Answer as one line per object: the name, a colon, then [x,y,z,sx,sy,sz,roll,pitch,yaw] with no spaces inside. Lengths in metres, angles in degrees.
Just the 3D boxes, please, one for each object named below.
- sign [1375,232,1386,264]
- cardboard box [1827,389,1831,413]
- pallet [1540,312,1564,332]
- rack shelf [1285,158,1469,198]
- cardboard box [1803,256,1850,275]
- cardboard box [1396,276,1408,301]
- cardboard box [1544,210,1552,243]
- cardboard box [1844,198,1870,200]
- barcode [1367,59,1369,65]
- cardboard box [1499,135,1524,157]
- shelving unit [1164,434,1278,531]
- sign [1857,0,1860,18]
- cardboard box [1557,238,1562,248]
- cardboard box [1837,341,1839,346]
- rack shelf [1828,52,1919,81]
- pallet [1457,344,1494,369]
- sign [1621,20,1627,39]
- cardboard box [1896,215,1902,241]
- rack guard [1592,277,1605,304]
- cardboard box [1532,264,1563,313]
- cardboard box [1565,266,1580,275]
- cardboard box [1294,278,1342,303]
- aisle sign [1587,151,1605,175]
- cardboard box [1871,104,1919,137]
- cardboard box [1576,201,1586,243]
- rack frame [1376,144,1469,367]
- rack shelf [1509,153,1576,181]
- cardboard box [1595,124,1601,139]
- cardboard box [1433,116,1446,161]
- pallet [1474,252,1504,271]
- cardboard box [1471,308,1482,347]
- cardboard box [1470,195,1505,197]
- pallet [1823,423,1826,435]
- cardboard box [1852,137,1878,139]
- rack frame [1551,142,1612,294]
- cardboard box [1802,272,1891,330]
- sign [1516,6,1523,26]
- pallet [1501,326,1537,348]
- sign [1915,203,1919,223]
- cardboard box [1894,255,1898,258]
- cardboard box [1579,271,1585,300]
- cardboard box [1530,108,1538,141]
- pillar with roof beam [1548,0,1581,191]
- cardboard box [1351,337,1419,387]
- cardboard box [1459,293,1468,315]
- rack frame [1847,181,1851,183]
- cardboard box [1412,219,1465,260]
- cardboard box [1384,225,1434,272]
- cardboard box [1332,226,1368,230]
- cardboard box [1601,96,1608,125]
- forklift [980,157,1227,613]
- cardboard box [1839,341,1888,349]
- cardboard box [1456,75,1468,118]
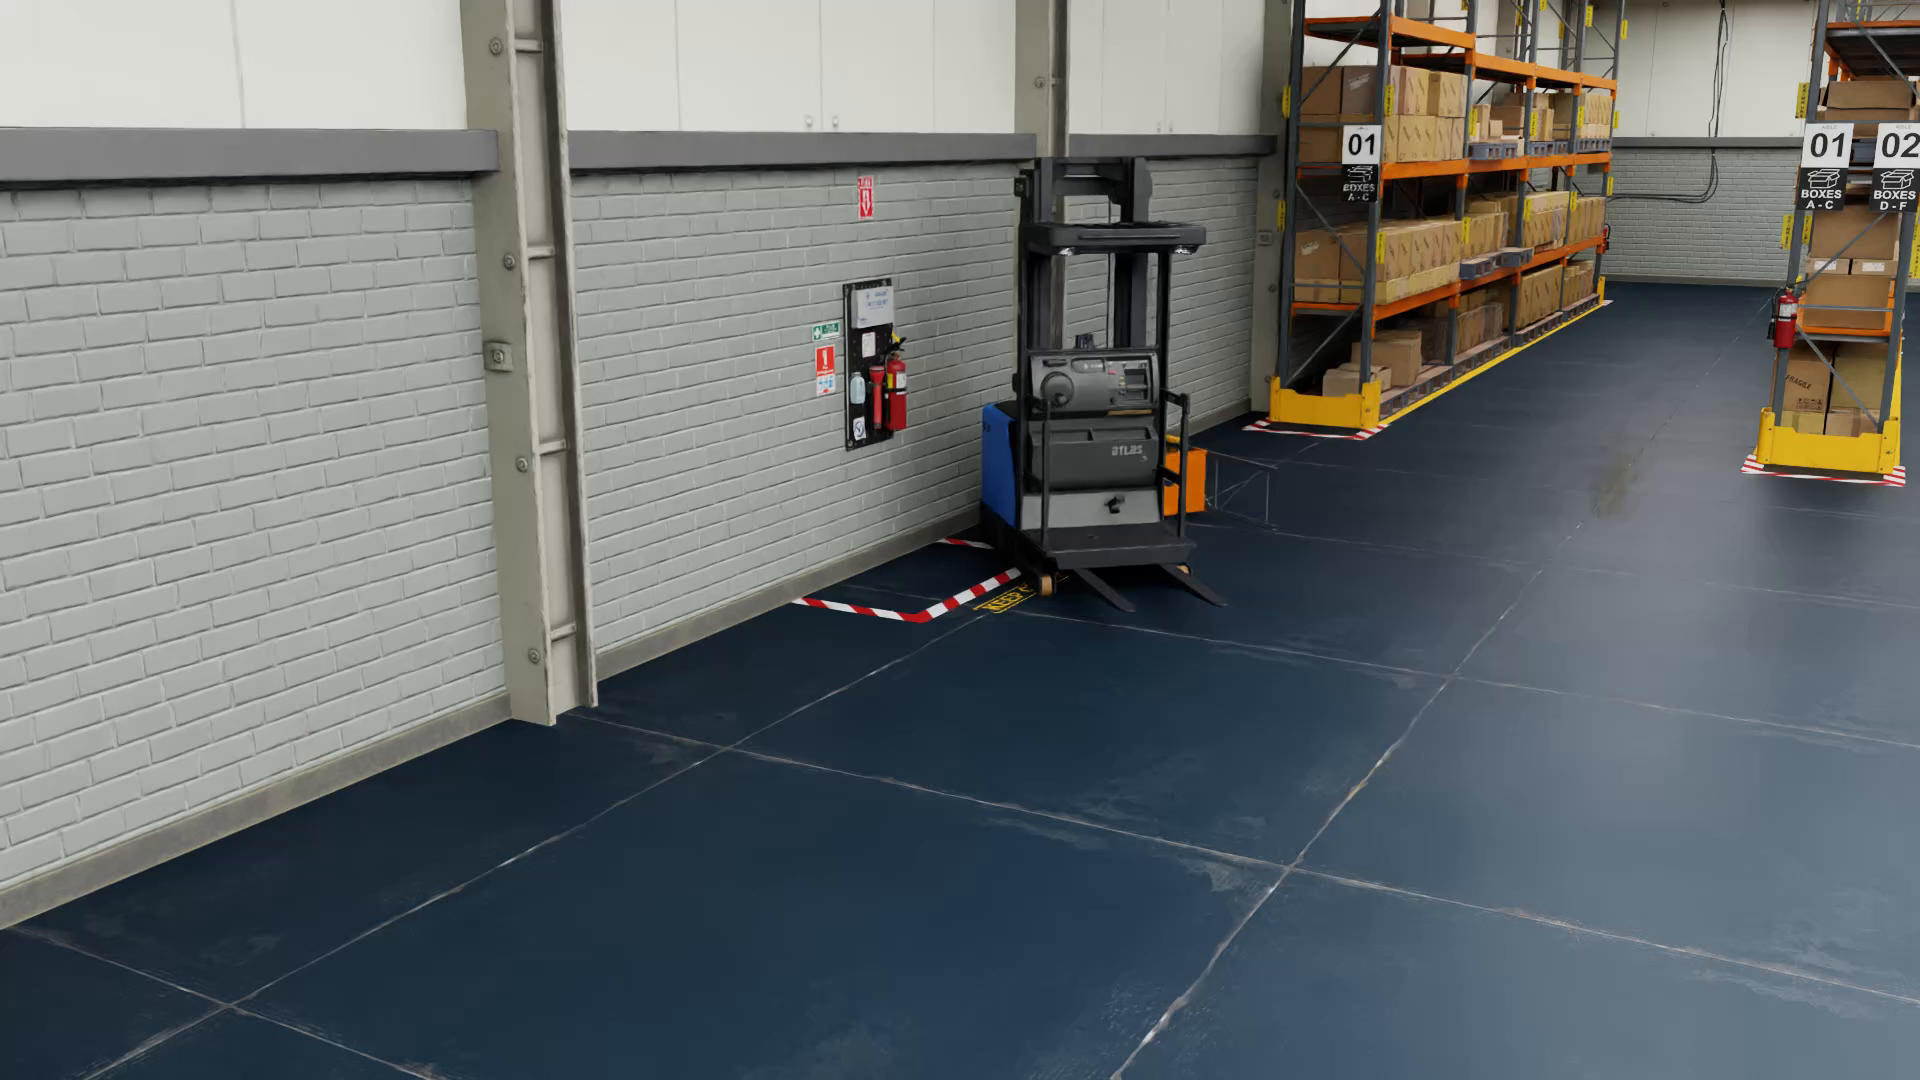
sign: [4.459,-3.099,17.642,0.100,0.325,0.005,7,15,28]
cardboard box: [9.037,-1.499,17.824,0.500,0.250,0.500,7,15,28]
pallet: [9.478,-3.679,27.845,1.003,0.211,1.213,7,15,28]
rack shelf: [4.951,-4.259,19.433,1.077,0.370,4.000,7,15,28]
cardboard box: [8.340,-2.643,16.000,0.380,0.149,0.250,7,15,27]
cardboard box: [4.736,-2.849,18.728,0.500,0.250,0.500,7,15,26]
cardboard box: [9.057,-4.971,26.360,0.500,0.500,0.500,8,16,30]
cardboard box: [9.319,-3.279,17.251,0.700,0.500,0.500,7,15,28]
barcode: [4.869,-5.706,19.847,0.001,0.075,0.075,7,15,28]
cardboard box: [7.740,-5.627,23.723,0.500,0.311,0.500,7,15,28]
shelving unit: [1.670,-0.412,13.435,1.083,0.587,1.500,-8,15,-29]
sign: [13.657,-8.116,25.334,0.100,0.325,0.005,7,15,28]
cardboard box: [9.768,-4.933,27.591,0.380,0.149,0.250,8,16,29]
cardboard box: [9.523,-2.069,18.586,0.500,0.500,0.500,7,15,28]
rack shelf: [11.223,-5.783,20.207,1.077,0.370,4.000,7,15,28]
pallet: [6.881,-2.616,23.434,1.003,0.211,1.213,7,15,28]
sign: [12.187,-9.367,30.525,0.100,0.325,0.005,7,15,28]
cardboard box: [13.005,-4.381,23.698,0.700,0.500,0.500,11,17,38]
rack guard: [11.730,-4.812,31.927,1.175,0.500,0.348,7,15,28]
cardboard box: [9.585,-4.213,27.799,0.750,0.750,0.750,8,15,29]
cardboard box: [10.814,-4.805,29.616,0.380,0.149,0.250,7,15,26]
cardboard box: [4.040,-2.794,18.502,0.500,0.250,0.500,8,16,29]
aisle sign: [12.016,-7.267,31.230,0.394,0.787,0.004,7,15,28]
cardboard box: [9.364,-4.268,16.529,0.500,0.500,0.500,7,15,28]
cardboard box: [10.419,-5.606,29.247,0.980,0.700,0.700,7,15,27]
rack frame: [5.918,-3.560,21.402,1.000,3.000,0.127,7,15,28]
rack shelf: [8.818,-5.900,26.241,1.077,0.370,4.000,7,15,28]
cardboard box: [11.099,-7.266,29.583,0.500,0.250,0.500,7,15,26]
cardboard box: [5.400,-4.725,19.577,0.500,0.500,0.500,7,15,26]
pallet: [6.930,-3.877,23.125,1.003,0.211,1.213,7,15,28]
cardboard box: [6.983,-3.029,23.590,0.700,0.500,0.500,7,15,28]
cardboard box: [8.097,-5.177,25.616,0.500,0.250,0.500,7,15,26]
pallet: [8.655,-0.985,16.670,1.003,0.211,1.213,7,15,28]
cardboard box: [10.562,-4.715,19.214,0.500,0.250,0.500,9,16,34]
rack frame: [11.719,-6.022,31.614,1.000,3.000,0.127,7,15,28]
cardboard box: [8.559,-2.322,16.053,0.700,0.500,0.500,7,15,28]
sign: [9.311,-8.717,27.661,0.100,0.325,0.005,7,15,28]
pallet: [8.298,-3.179,25.768,1.003,0.211,1.213,7,15,28]
sign: [12.677,-4.321,22.087,0.100,0.325,0.005,7,15,28]
cardboard box: [8.947,-2.705,16.256,0.380,0.149,0.250,7,15,28]
cardboard box: [10.983,-4.651,30.361,0.700,0.500,0.500,7,15,26]
cardboard box: [8.525,-6.435,25.771,0.700,0.500,0.500,8,16,31]
pillar with roof beam: [16.035,-9.103,31.592,9.100,9.000,0.400,7,15,28]
cardboard box: [5.071,-2.132,19.872,0.700,0.500,0.500,6,15,25]
cardboard box: [6.717,-3.275,23.011,0.500,0.250,0.500,7,15,26]
rack frame: [16.057,-5.462,29.289,1.000,3.000,0.127,7,15,28]
cardboard box: [6.194,-3.924,21.756,0.700,0.500,0.500,7,15,28]
cardboard box: [5.220,-3.418,19.488,0.500,0.500,0.500,8,16,30]
cardboard box: [4.524,-3.371,19.292,0.500,0.500,0.500,7,15,27]
cardboard box: [11.352,-7.743,29.959,0.500,0.500,0.500,8,16,30]
forklift: [0.996,-1.129,11.464,1.130,2.935,3.031,-3,14,-13]
cardboard box: [9.504,-1.804,17.485,0.500,0.500,0.500,7,15,28]
cardboard box: [5.913,-5.430,20.365,0.500,0.500,0.500,6,15,23]
